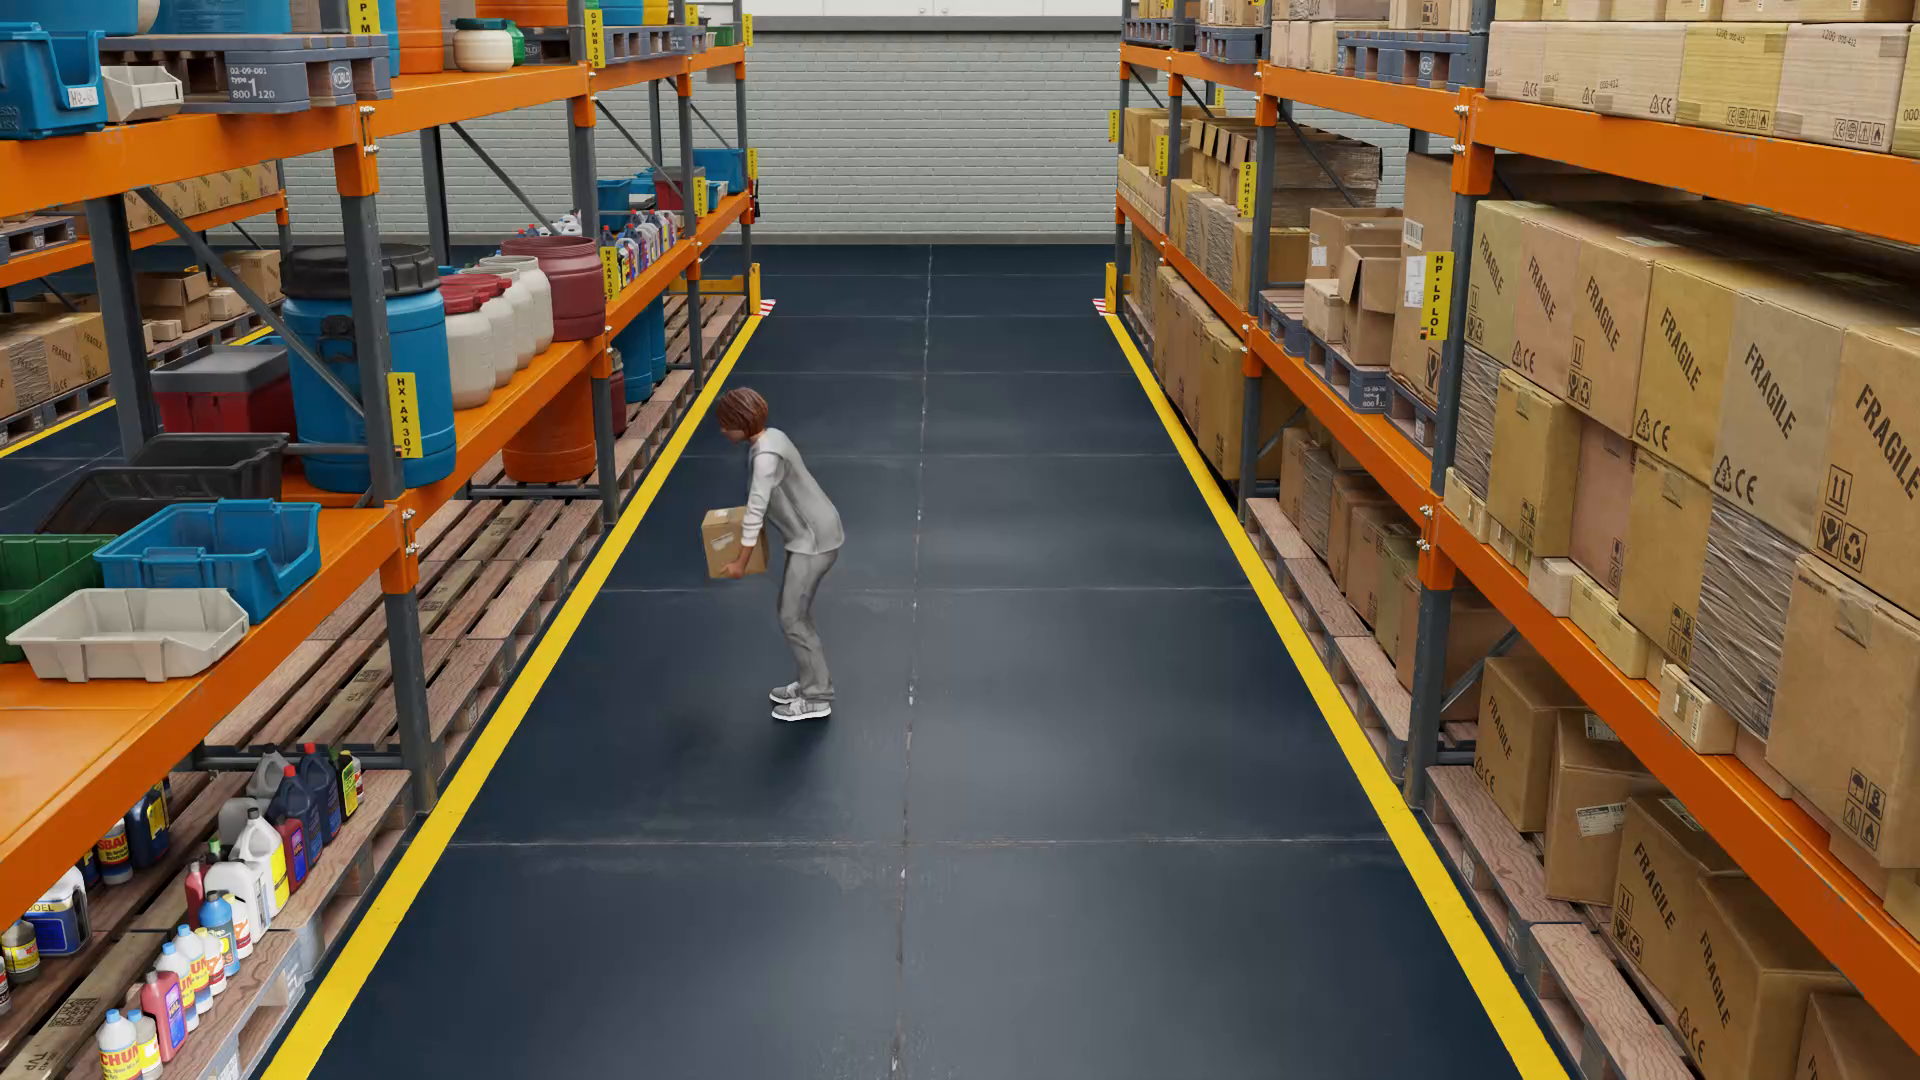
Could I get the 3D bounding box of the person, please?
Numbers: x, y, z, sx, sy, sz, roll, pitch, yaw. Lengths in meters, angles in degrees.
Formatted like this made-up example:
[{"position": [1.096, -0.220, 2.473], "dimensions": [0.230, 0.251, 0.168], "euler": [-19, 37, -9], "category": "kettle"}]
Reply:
[{"position": [-0.796, 0.067, 7.506], "dimensions": [0.558, 1.510, 0.372], "euler": [-1, 17, -2], "category": "person"}]
